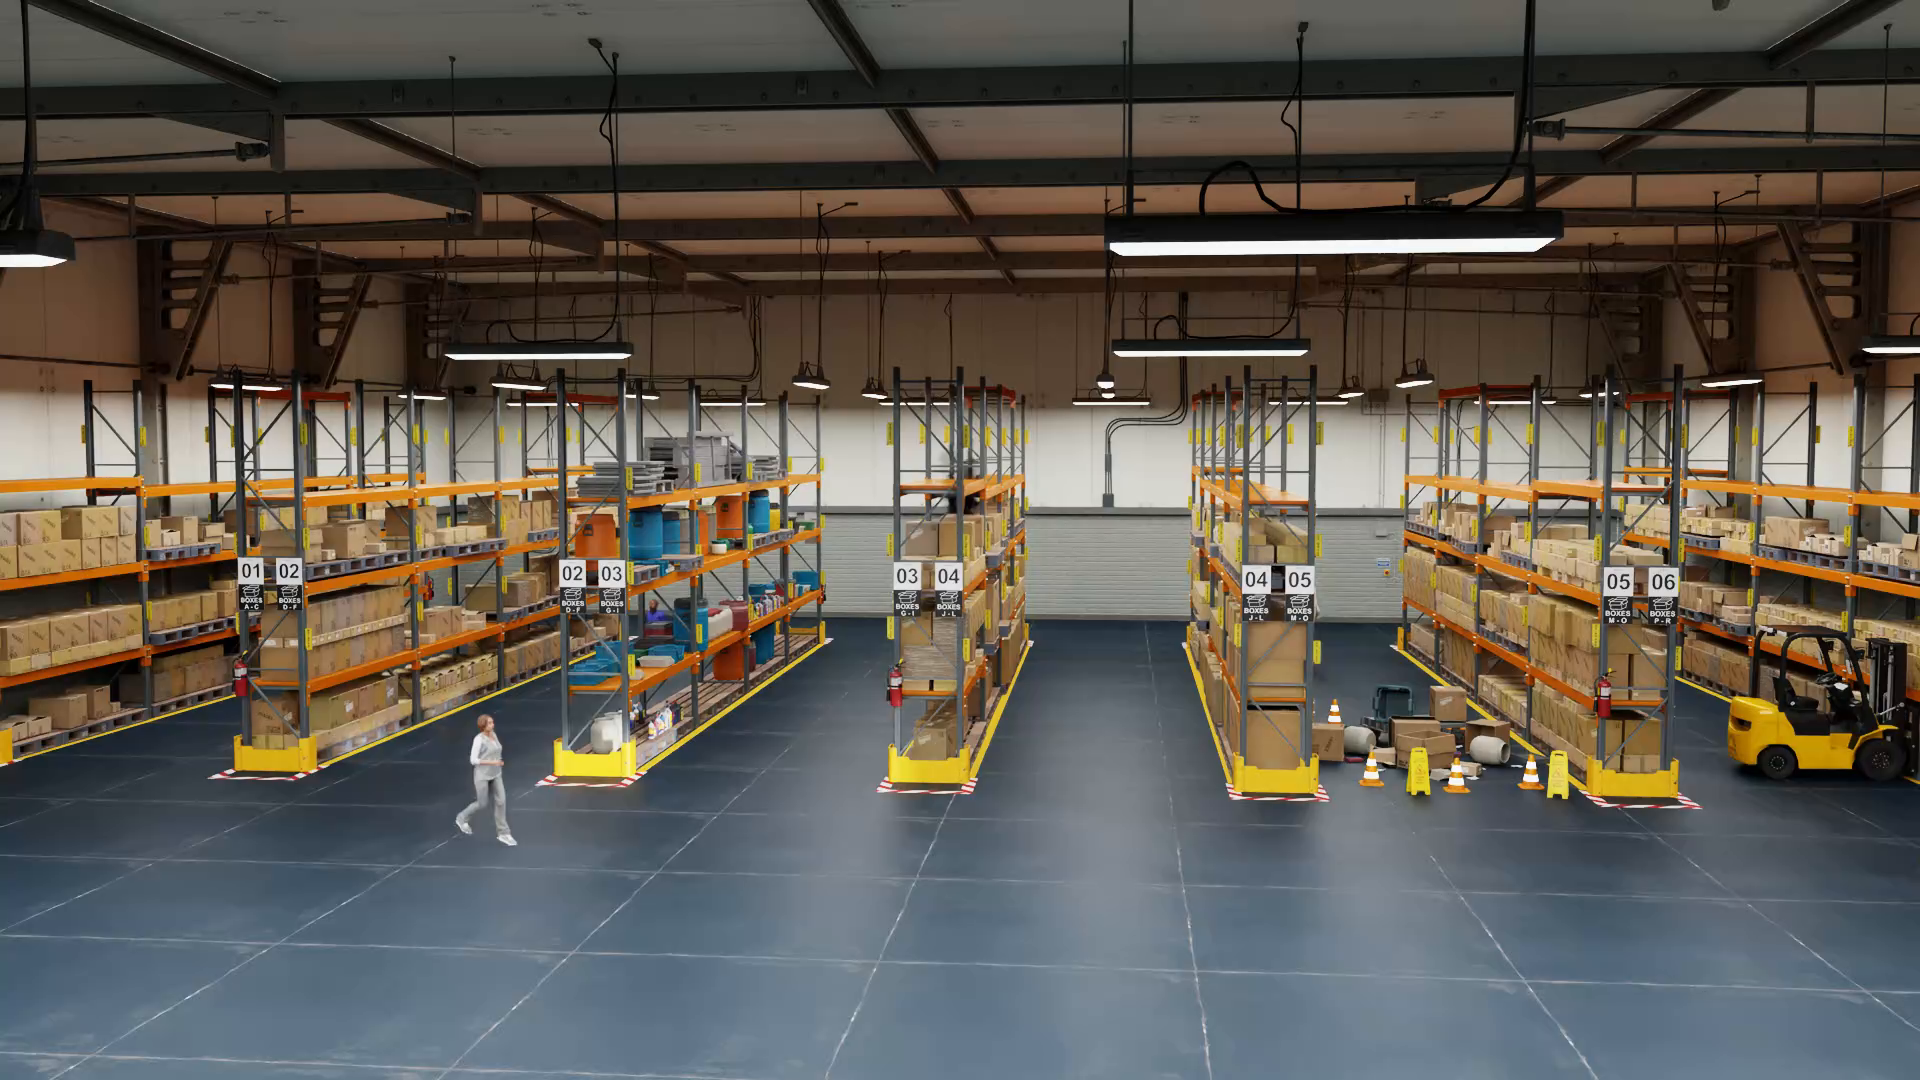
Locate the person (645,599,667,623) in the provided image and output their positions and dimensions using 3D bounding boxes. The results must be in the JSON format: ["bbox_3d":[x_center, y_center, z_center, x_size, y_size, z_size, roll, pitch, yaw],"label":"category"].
[{"bbox_3d":[-6.244,2.061,34.201,0.553,1.713,0.782,0,4,8],"label":"person"}]

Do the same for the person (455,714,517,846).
[{"bbox_3d":[-5.825,2.928,20.404,0.877,1.605,0.538,2,4,25],"label":"person"}]

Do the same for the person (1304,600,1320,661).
[{"bbox_3d":[7.629,1.814,36.921,0.668,1.682,0.757,0,4,0],"label":"person"}]
